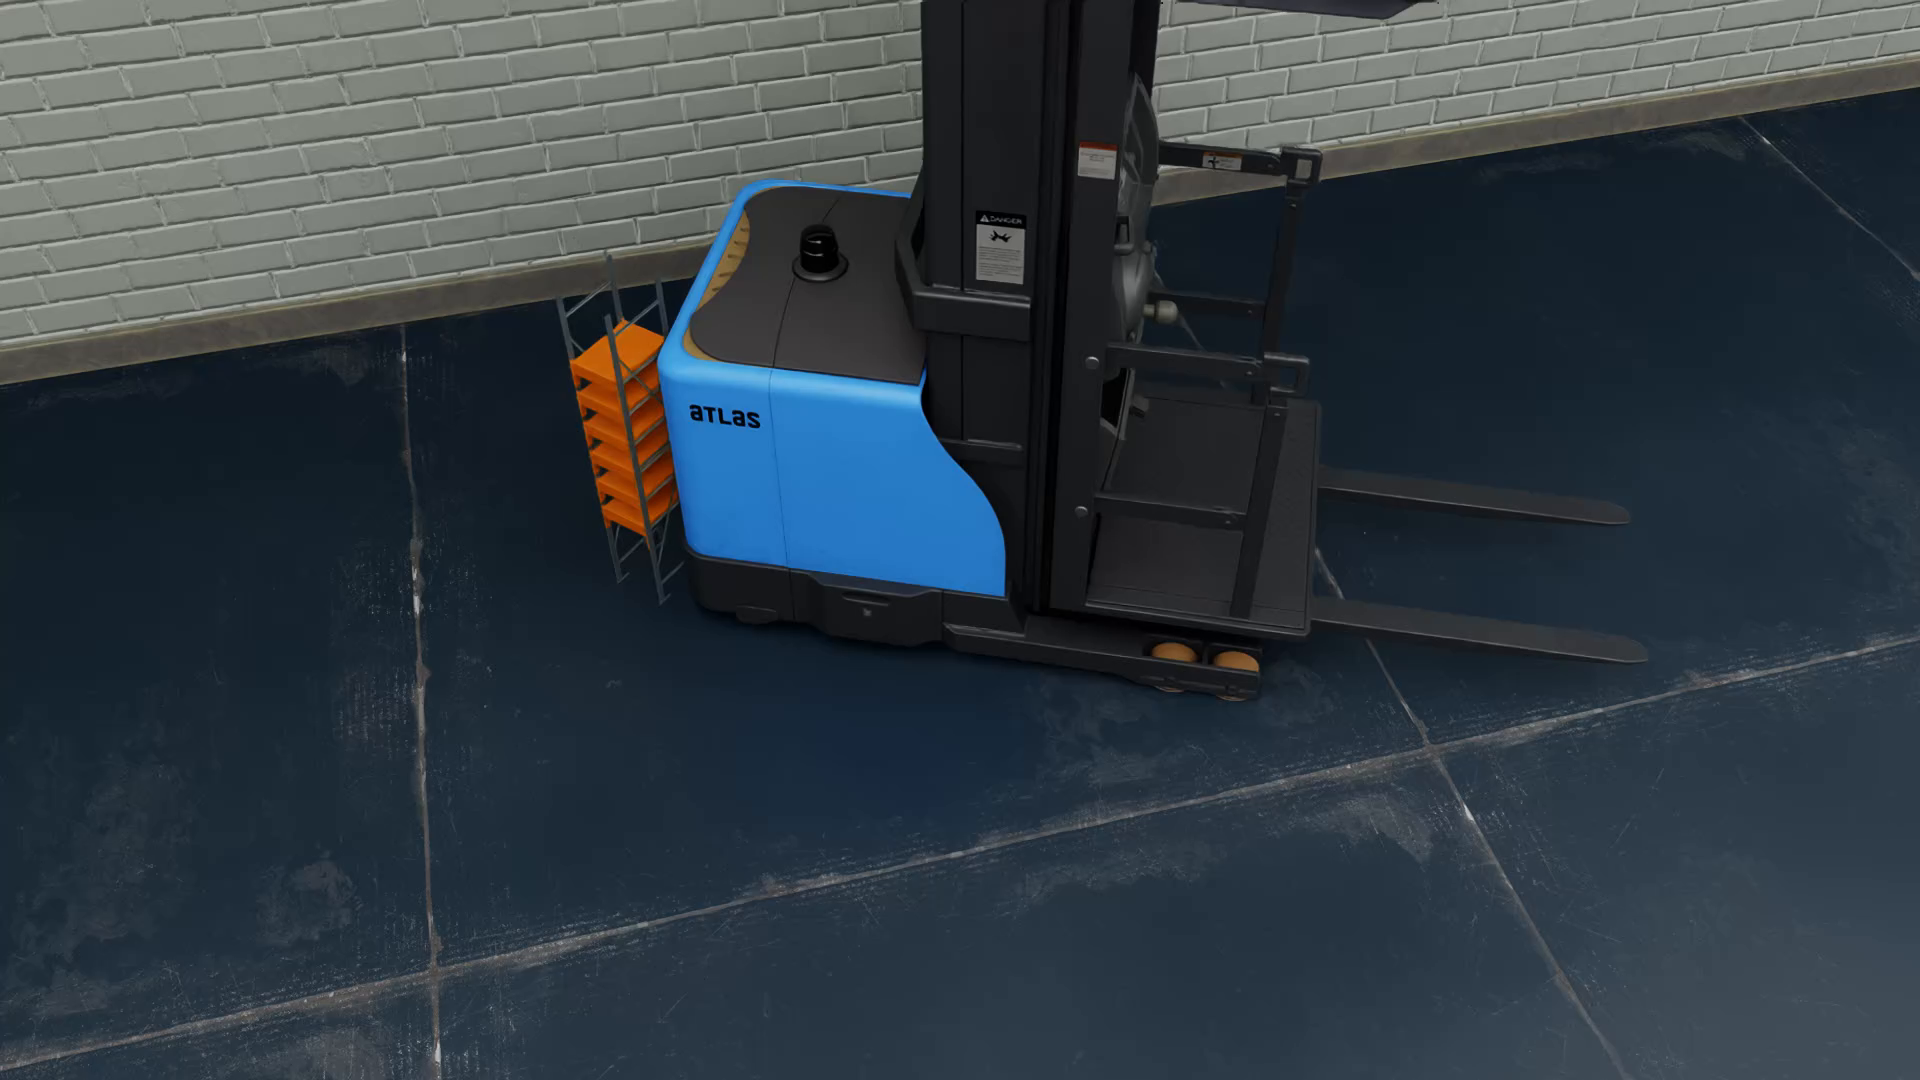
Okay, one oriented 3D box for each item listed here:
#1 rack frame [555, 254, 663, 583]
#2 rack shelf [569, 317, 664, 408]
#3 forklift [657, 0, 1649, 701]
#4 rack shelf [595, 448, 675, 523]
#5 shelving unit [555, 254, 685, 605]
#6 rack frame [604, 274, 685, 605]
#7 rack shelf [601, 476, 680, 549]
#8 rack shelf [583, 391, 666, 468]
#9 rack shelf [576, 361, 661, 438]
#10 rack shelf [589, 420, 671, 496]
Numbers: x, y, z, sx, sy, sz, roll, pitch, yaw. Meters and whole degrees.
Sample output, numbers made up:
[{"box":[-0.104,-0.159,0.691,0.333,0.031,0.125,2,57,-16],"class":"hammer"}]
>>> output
[{"box":[-1.090,-0.348,5.251,0.006,1.200,0.240,24,50,22],"class":"rack frame"},{"box":[-1.014,-0.534,4.991,0.180,0.103,0.258,24,50,22],"class":"rack shelf"},{"box":[0.676,-0.931,4.610,3.031,2.935,1.130,8,46,7],"class":"forklift"},{"box":[-1.012,-0.198,5.333,0.180,0.103,0.258,24,50,22],"class":"rack shelf"},{"box":[-1.013,-0.313,5.216,0.189,1.200,0.258,24,50,22],"class":"shelving unit"},{"box":[-0.935,-0.279,5.182,0.006,1.200,0.240,24,50,22],"class":"rack frame"},{"box":[-1.012,-0.114,5.419,0.180,0.103,0.258,24,50,22],"class":"rack shelf"},{"box":[-1.013,-0.366,5.162,0.180,0.103,0.258,24,50,22],"class":"rack shelf"},{"box":[-1.013,-0.450,5.077,0.180,0.103,0.258,24,50,22],"class":"rack shelf"},{"box":[-1.012,-0.282,5.248,0.180,0.103,0.258,24,50,22],"class":"rack shelf"}]
